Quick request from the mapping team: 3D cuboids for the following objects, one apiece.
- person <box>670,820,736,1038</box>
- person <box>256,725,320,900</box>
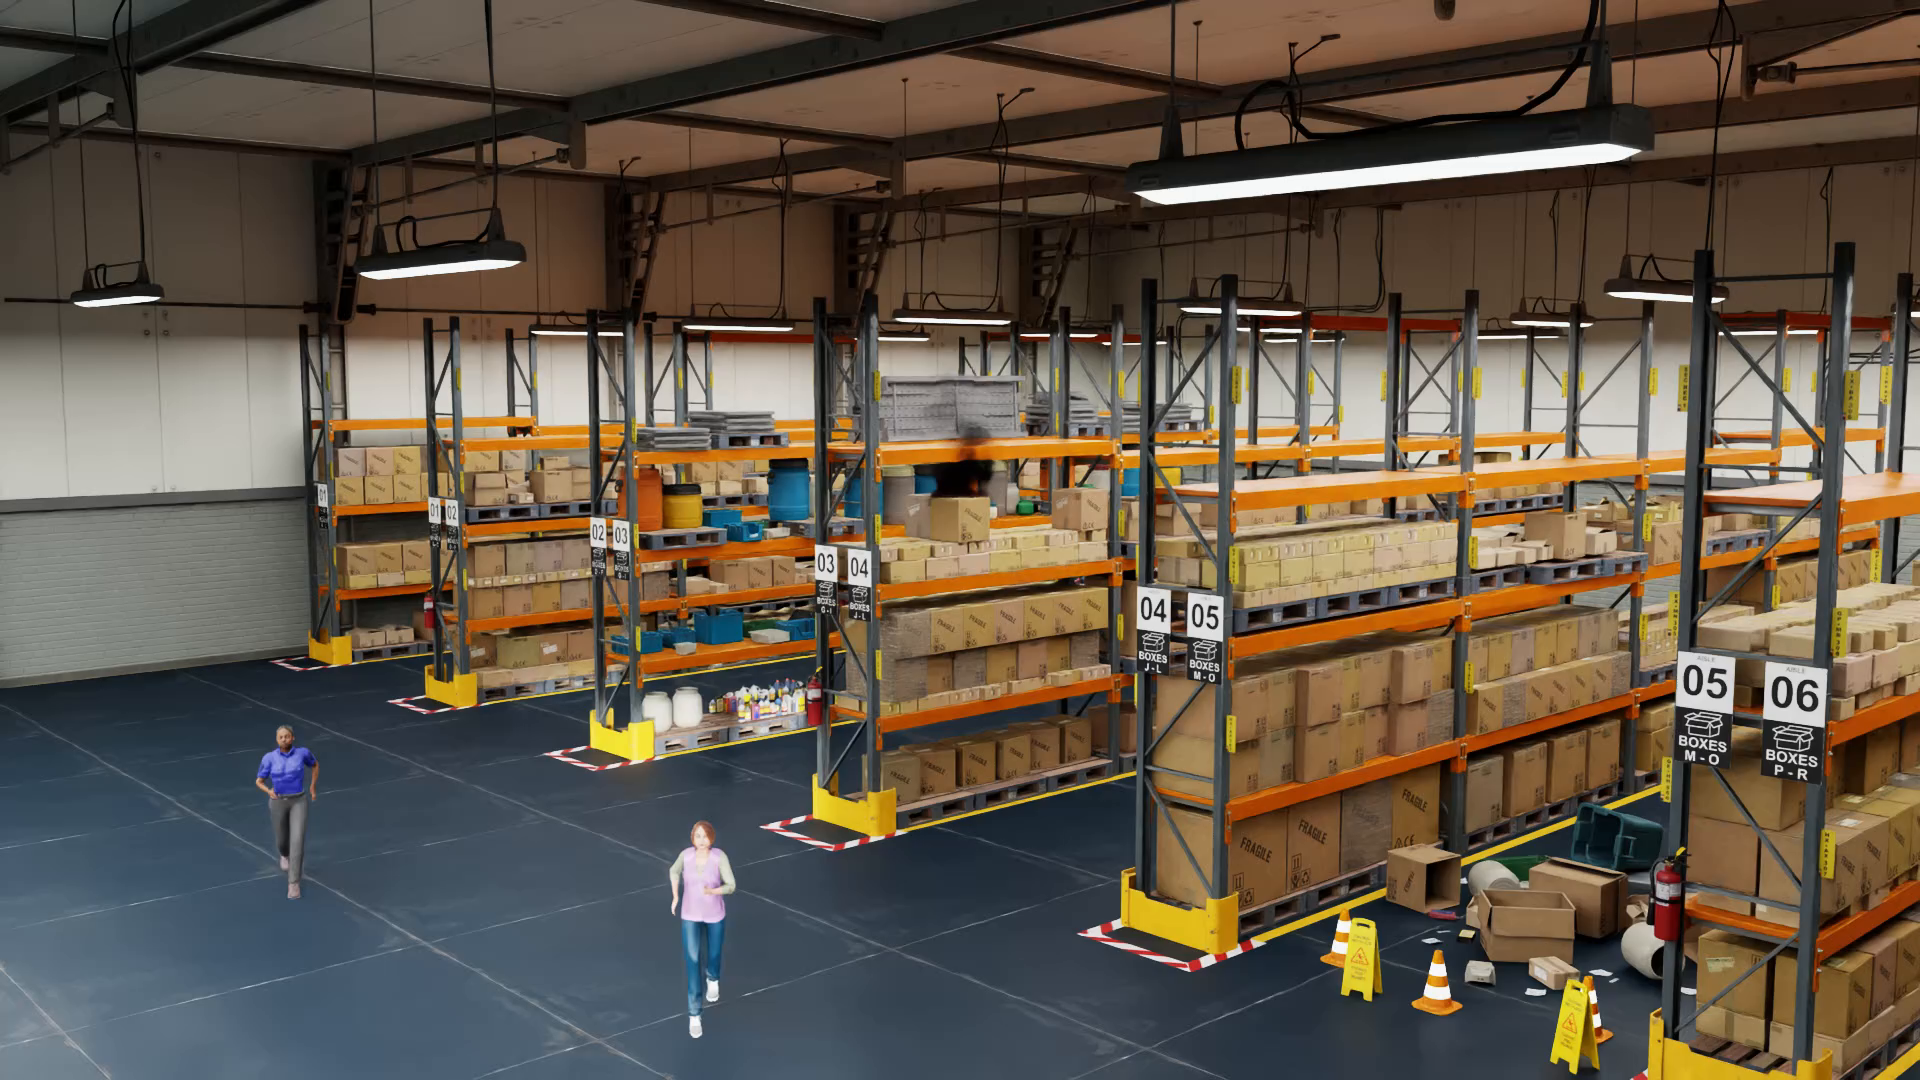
[{"bbox_3d":[-2.046,3.017,13.230,0.524,1.611,0.843,-1,6,-8],"label":"person"},{"bbox_3d":[-6.719,2.670,16.647,0.592,1.666,0.930,-2,6,-20],"label":"person"}]
